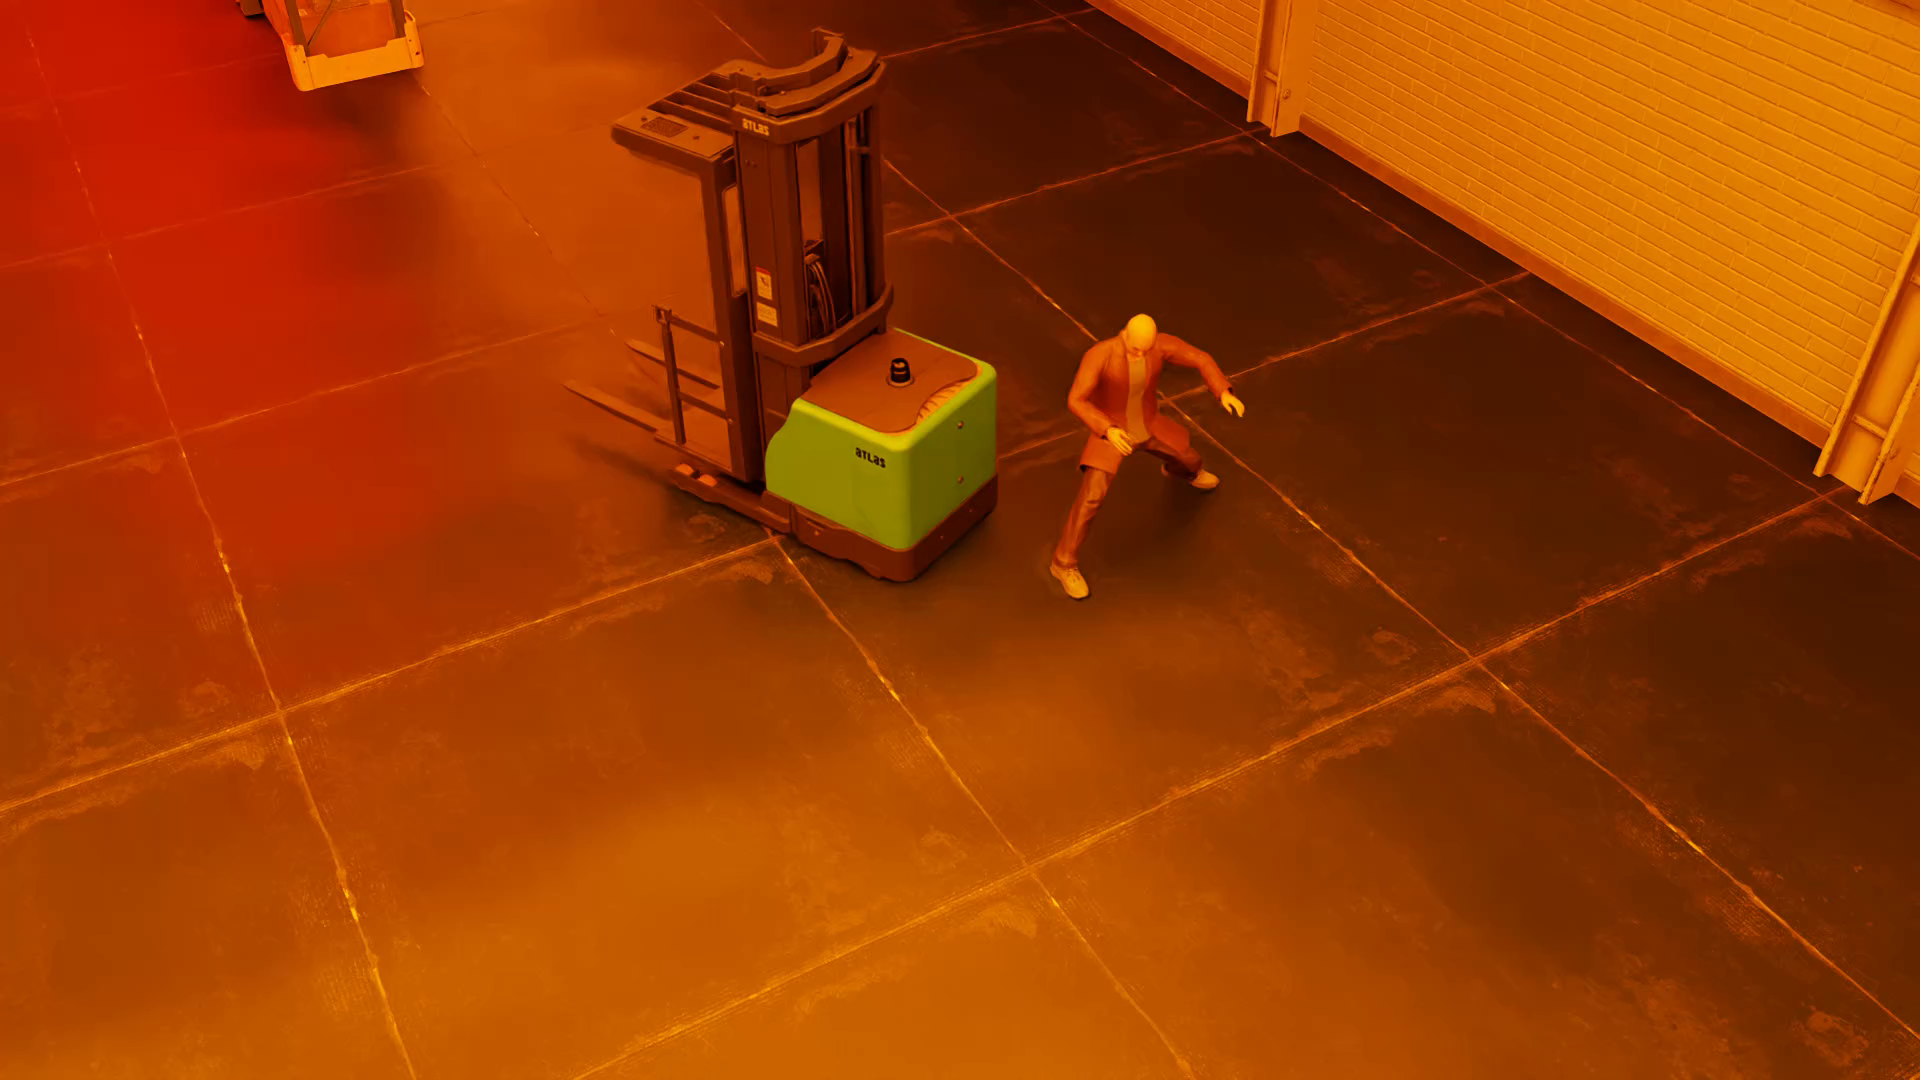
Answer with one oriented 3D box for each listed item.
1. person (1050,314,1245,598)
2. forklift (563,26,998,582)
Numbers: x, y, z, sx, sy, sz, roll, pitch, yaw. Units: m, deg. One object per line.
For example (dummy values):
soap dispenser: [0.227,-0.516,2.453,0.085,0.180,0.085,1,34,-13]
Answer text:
person: [1.124,-0.631,9.878,1.338,1.542,0.922,-14,42,-16]
forklift: [-1.260,-1.628,9.999,3.031,2.935,1.130,24,45,26]
